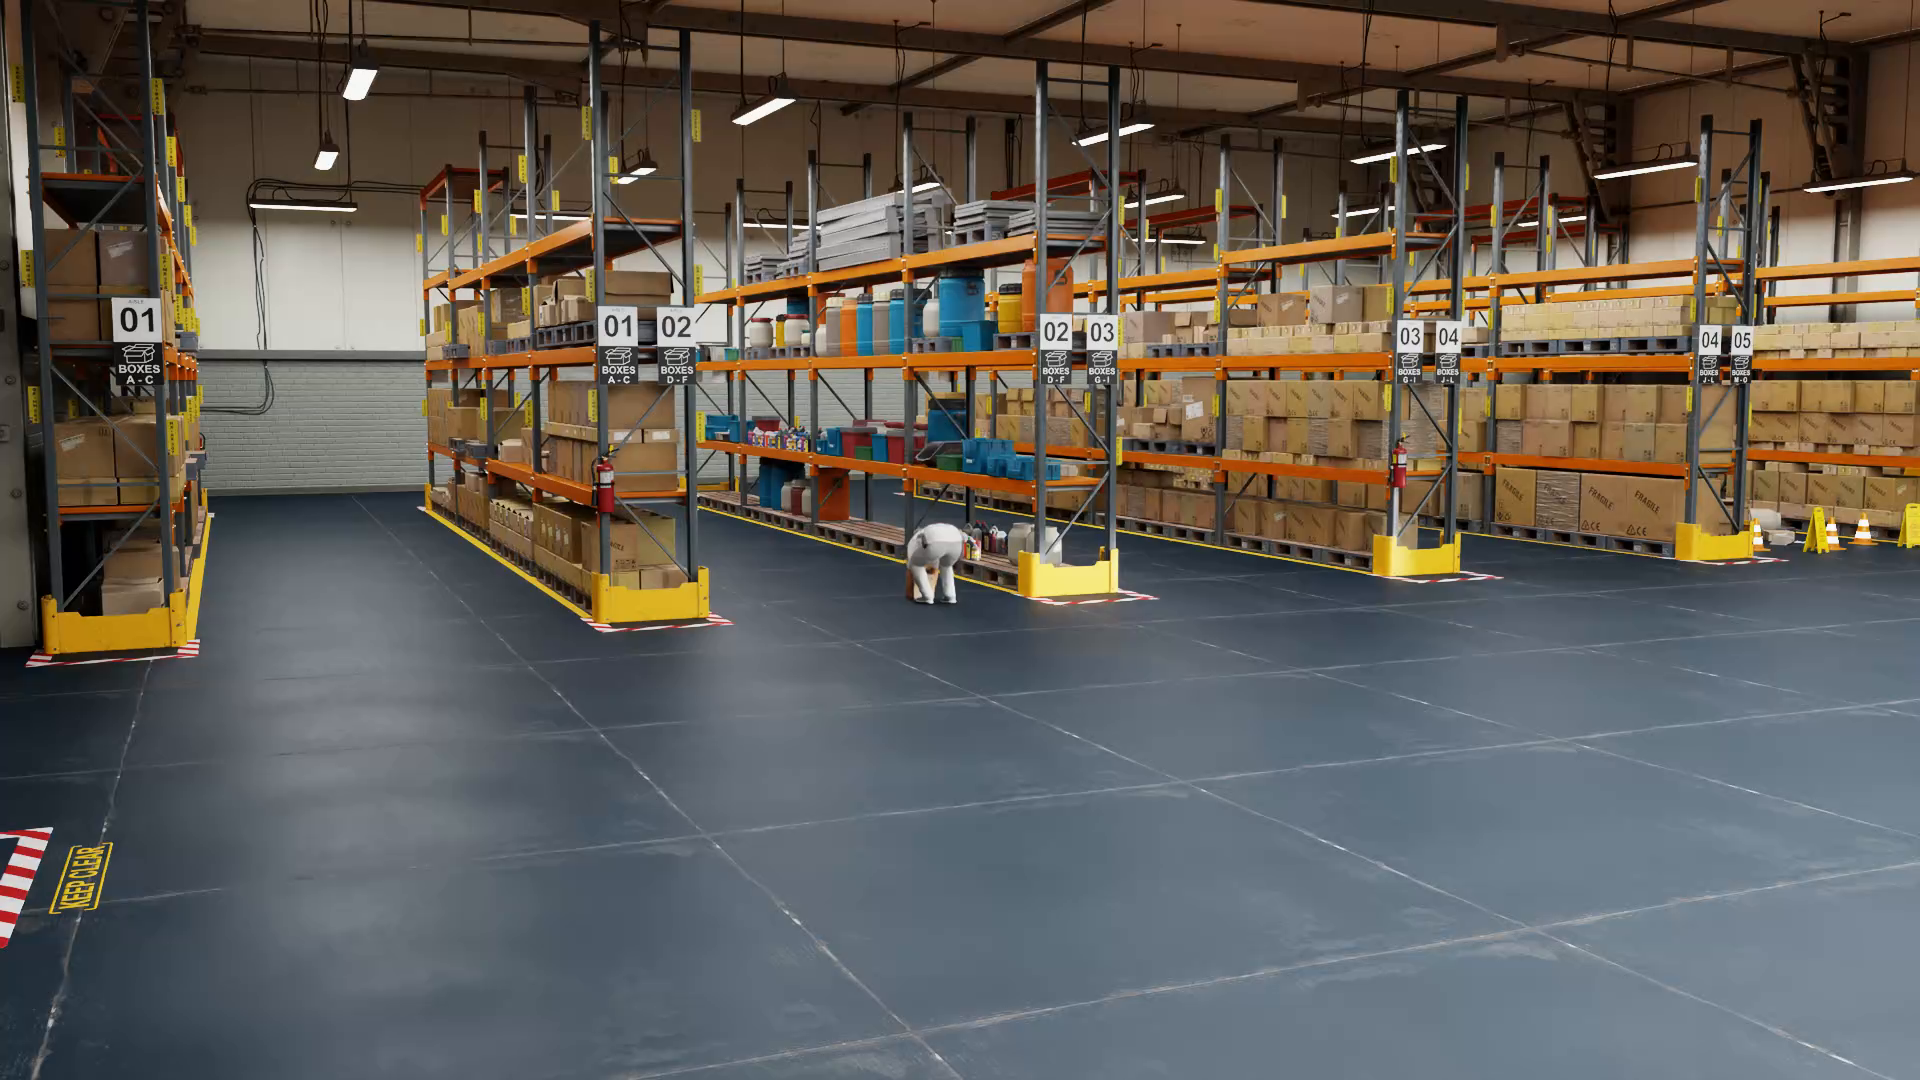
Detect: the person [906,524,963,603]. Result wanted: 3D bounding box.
[{"bbox_3d":[-0.320,0.249,18.479,0.507,0.886,0.936,-3,6,-26],"label":"person"}]
